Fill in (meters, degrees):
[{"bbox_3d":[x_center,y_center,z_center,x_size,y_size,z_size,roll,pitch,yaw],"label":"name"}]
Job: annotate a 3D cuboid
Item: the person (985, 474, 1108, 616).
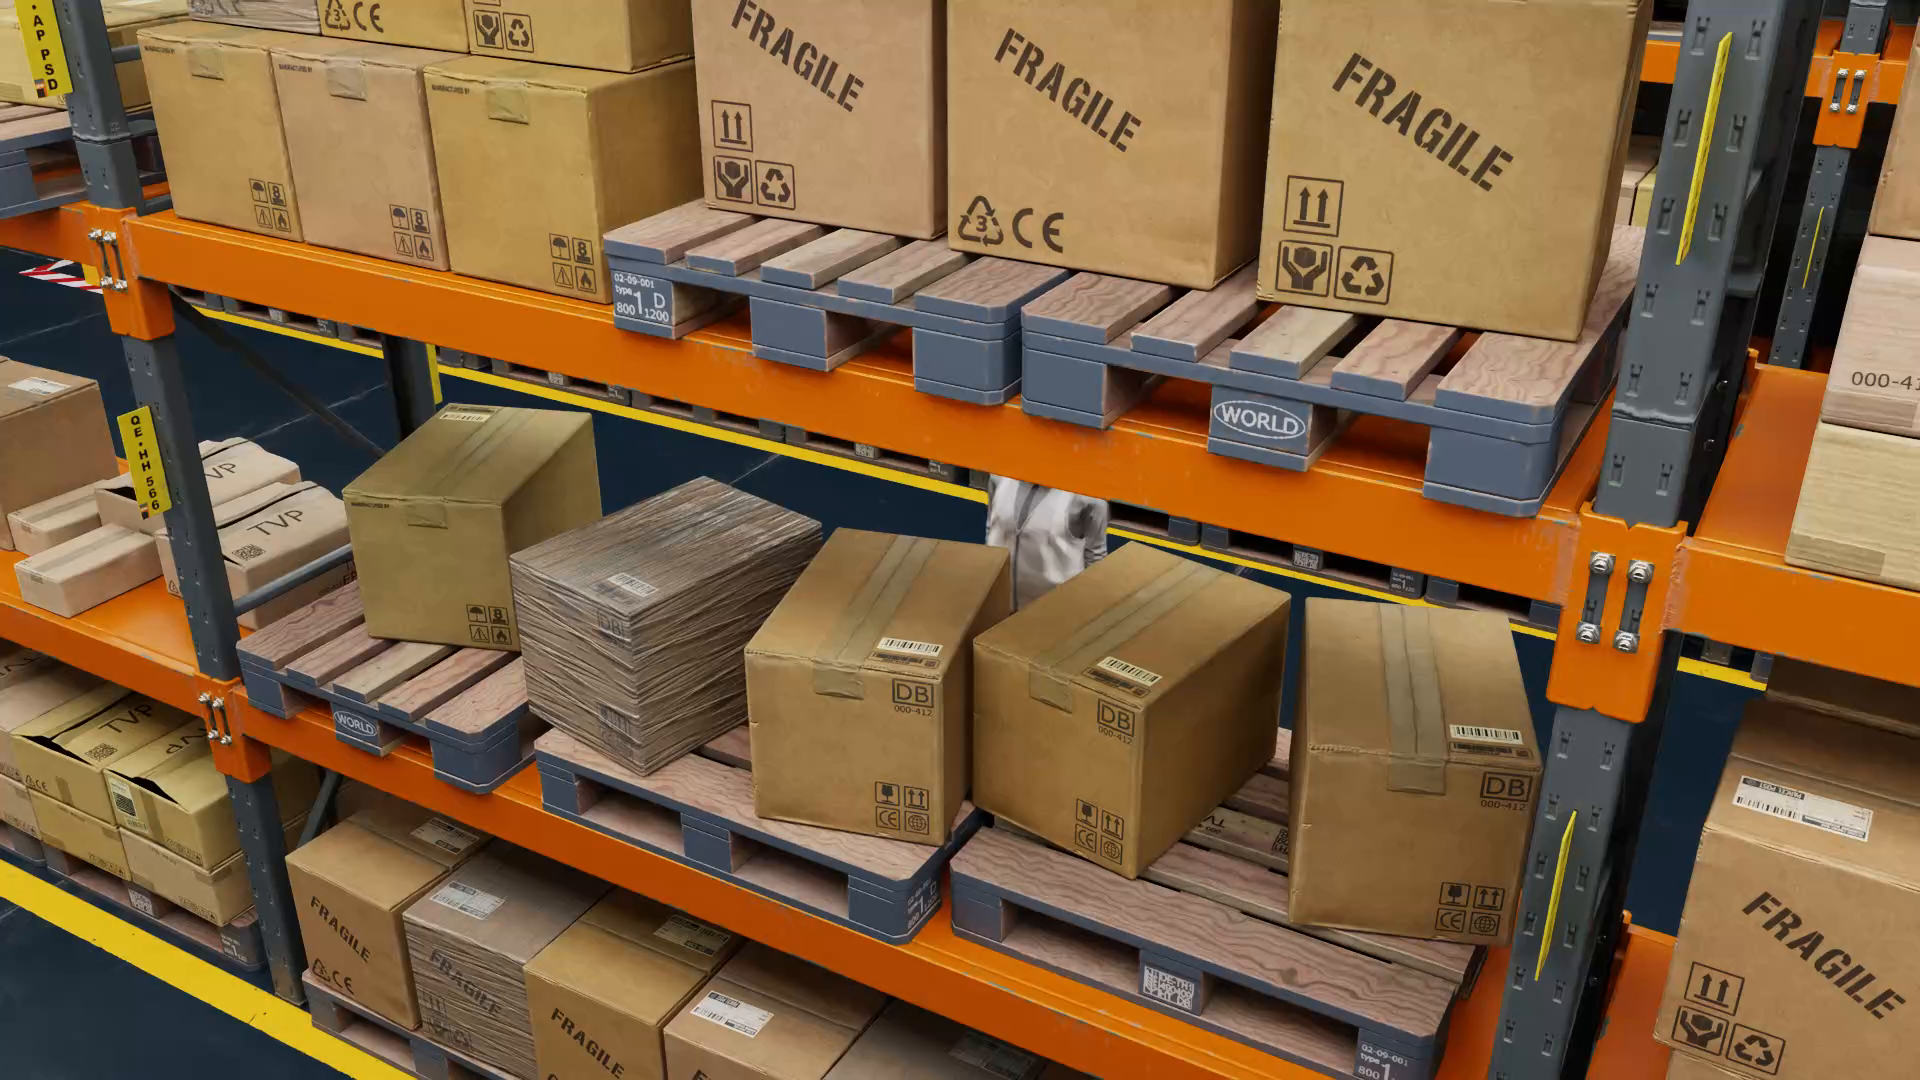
[{"bbox_3d":[0.320,0.242,6.603,0.531,1.771,0.357,15,30,27],"label":"person"}]
